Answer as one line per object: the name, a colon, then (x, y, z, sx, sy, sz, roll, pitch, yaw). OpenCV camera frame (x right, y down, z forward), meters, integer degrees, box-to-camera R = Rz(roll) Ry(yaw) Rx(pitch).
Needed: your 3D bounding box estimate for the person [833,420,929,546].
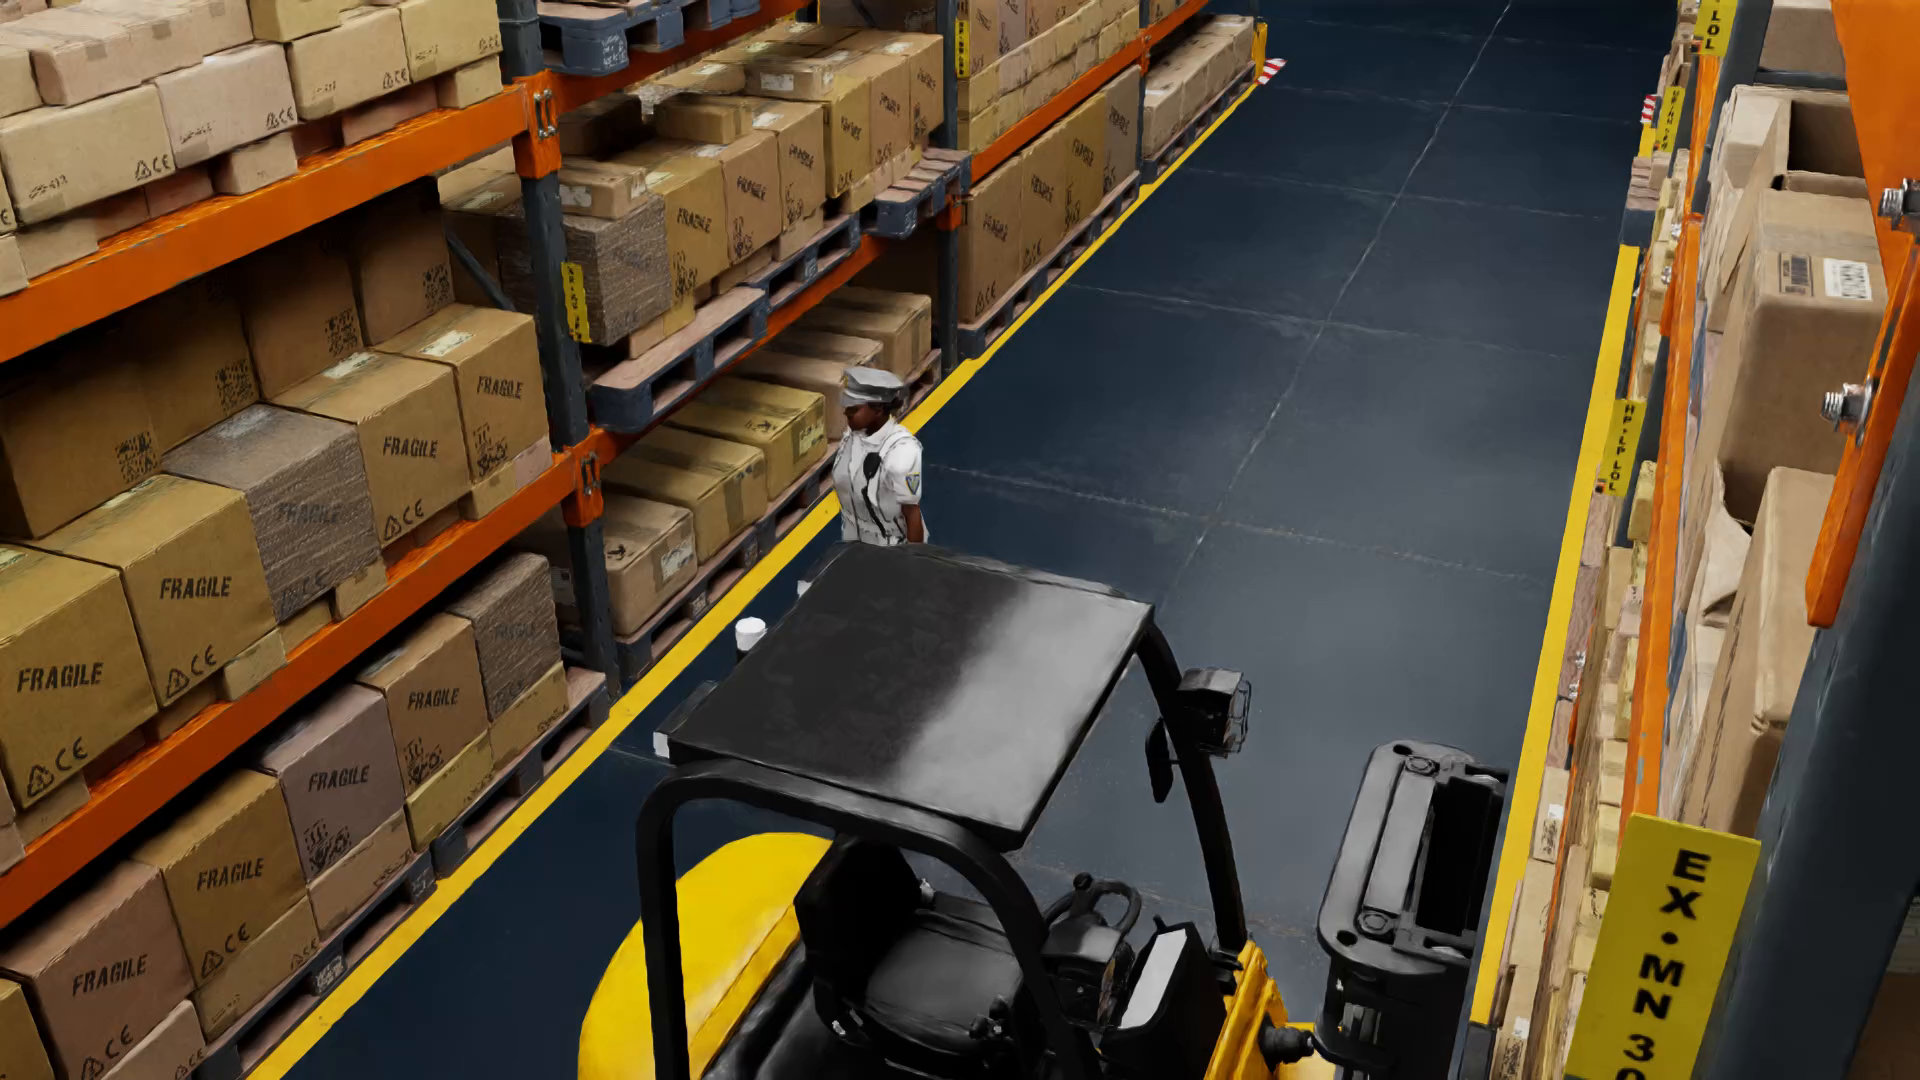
person: (-0.354, 0.079, 7.136, 0.595, 1.330, 0.534, -26, 38, -37)
